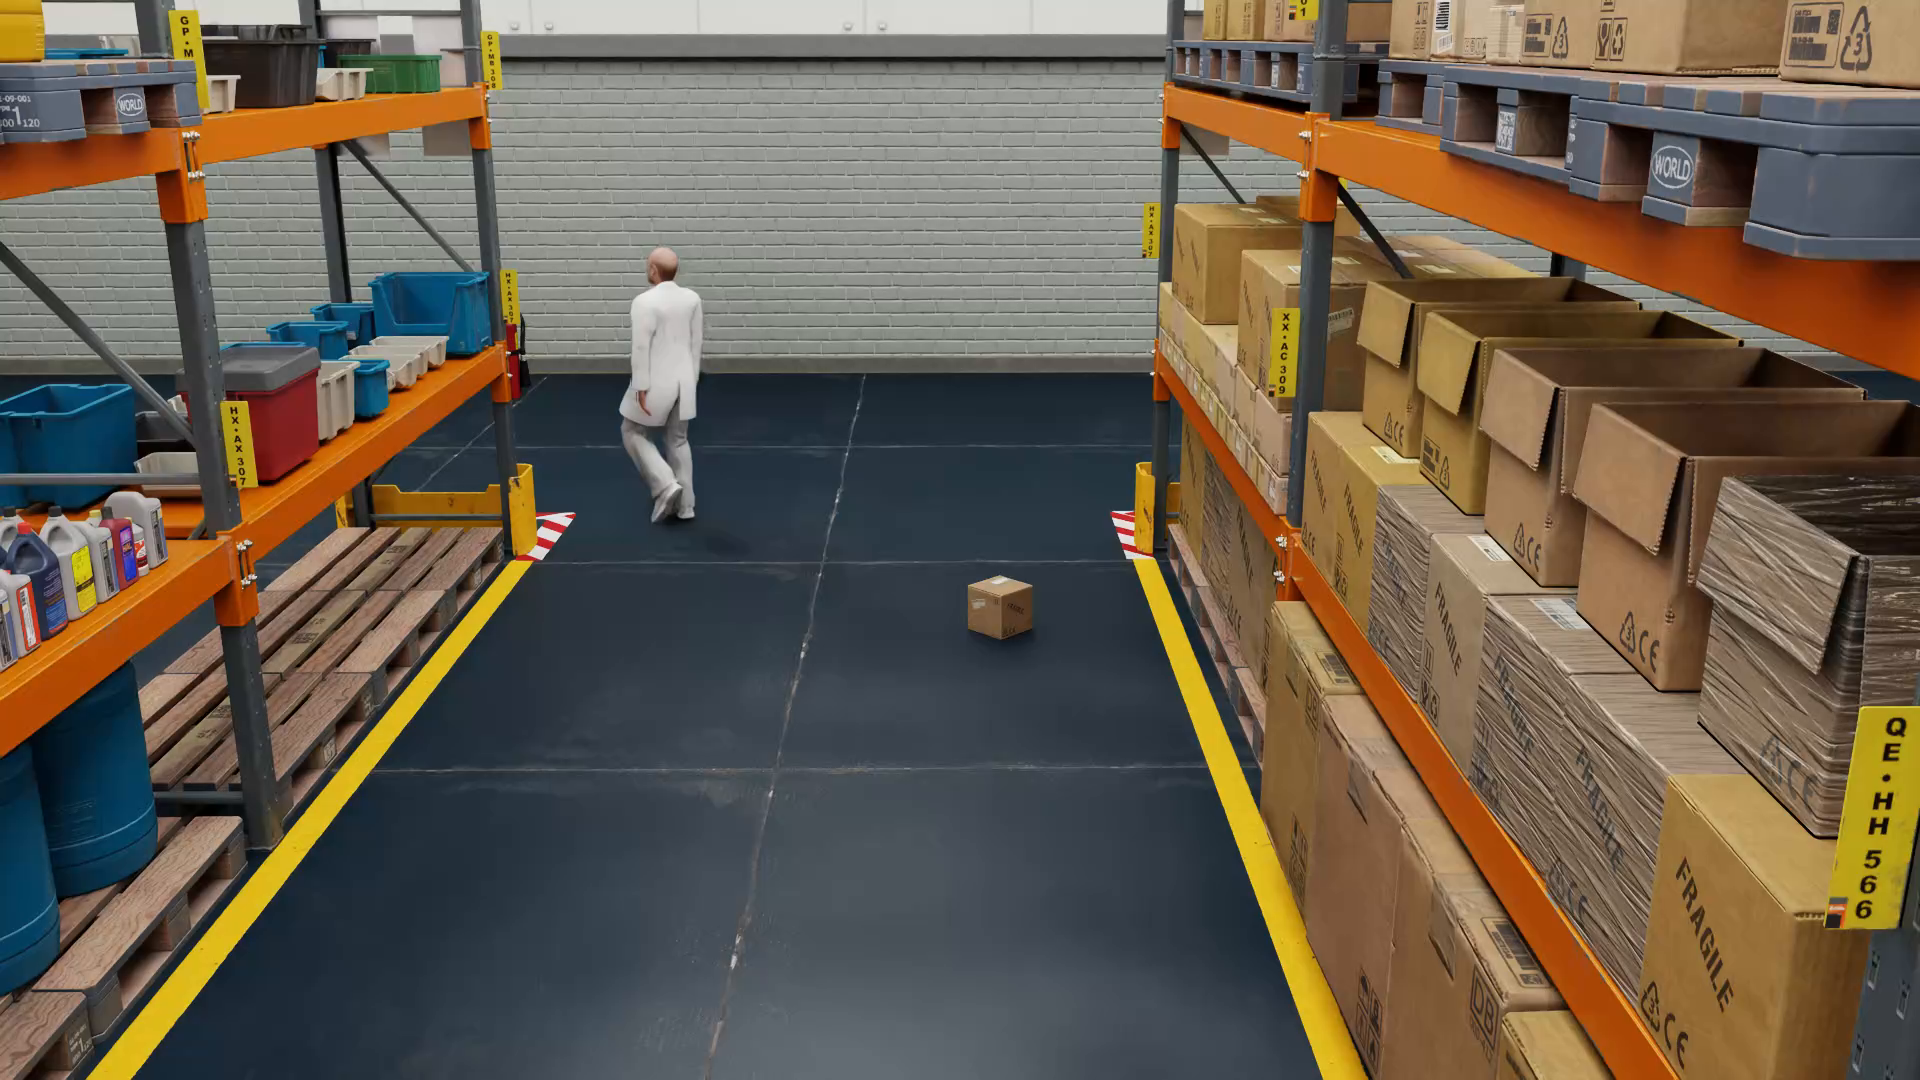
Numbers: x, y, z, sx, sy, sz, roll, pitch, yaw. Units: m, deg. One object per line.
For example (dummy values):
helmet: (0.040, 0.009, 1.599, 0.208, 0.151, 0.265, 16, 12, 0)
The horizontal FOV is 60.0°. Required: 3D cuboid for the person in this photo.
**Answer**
person: (-1.942, -1.004, 10.838, 0.466, 1.792, 0.584, 16, 23, 42)
